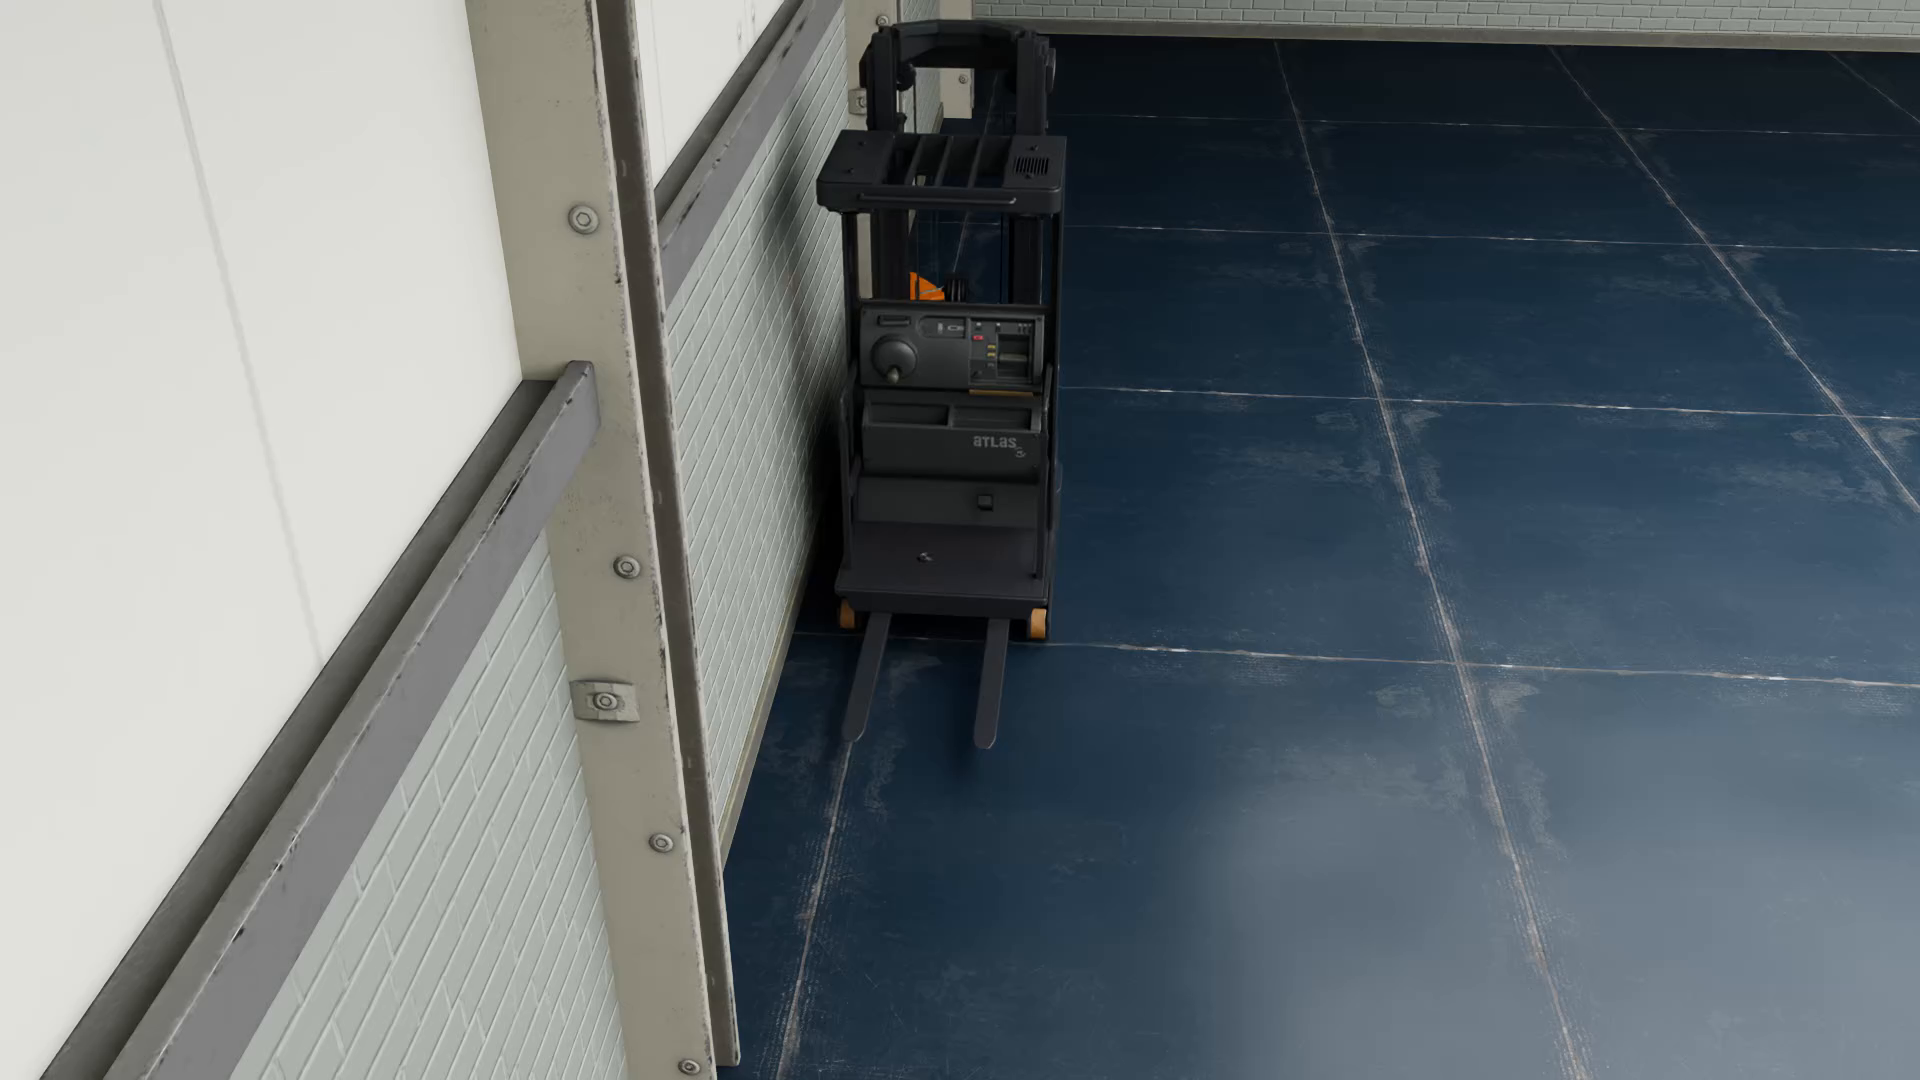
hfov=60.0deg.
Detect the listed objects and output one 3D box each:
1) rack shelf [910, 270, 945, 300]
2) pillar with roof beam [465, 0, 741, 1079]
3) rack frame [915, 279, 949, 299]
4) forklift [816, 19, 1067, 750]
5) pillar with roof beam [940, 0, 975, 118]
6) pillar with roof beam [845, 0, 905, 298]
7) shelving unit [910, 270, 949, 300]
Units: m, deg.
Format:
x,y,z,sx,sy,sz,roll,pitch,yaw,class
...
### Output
x,y,z,sx,sy,sz,roll,pitch,yaw,class
-0.289,-1.476,10.034,0.258,0.148,0.480,-19,36,-27,rack shelf
3.285,-1.587,3.529,9.100,9.000,0.400,2,32,4,pillar with roof beam
-0.157,-1.034,10.065,0.240,1.200,0.015,-19,36,-27,rack frame
-0.059,-0.914,8.220,1.130,2.935,3.031,3,32,4,forklift
4.262,-7.862,13.711,9.100,9.000,0.400,2,32,4,pillar with roof beam
3.773,-4.725,8.620,9.100,9.000,0.400,2,32,4,pillar with roof beam
-0.289,-1.142,10.240,0.258,1.200,0.503,-19,36,-27,shelving unit
